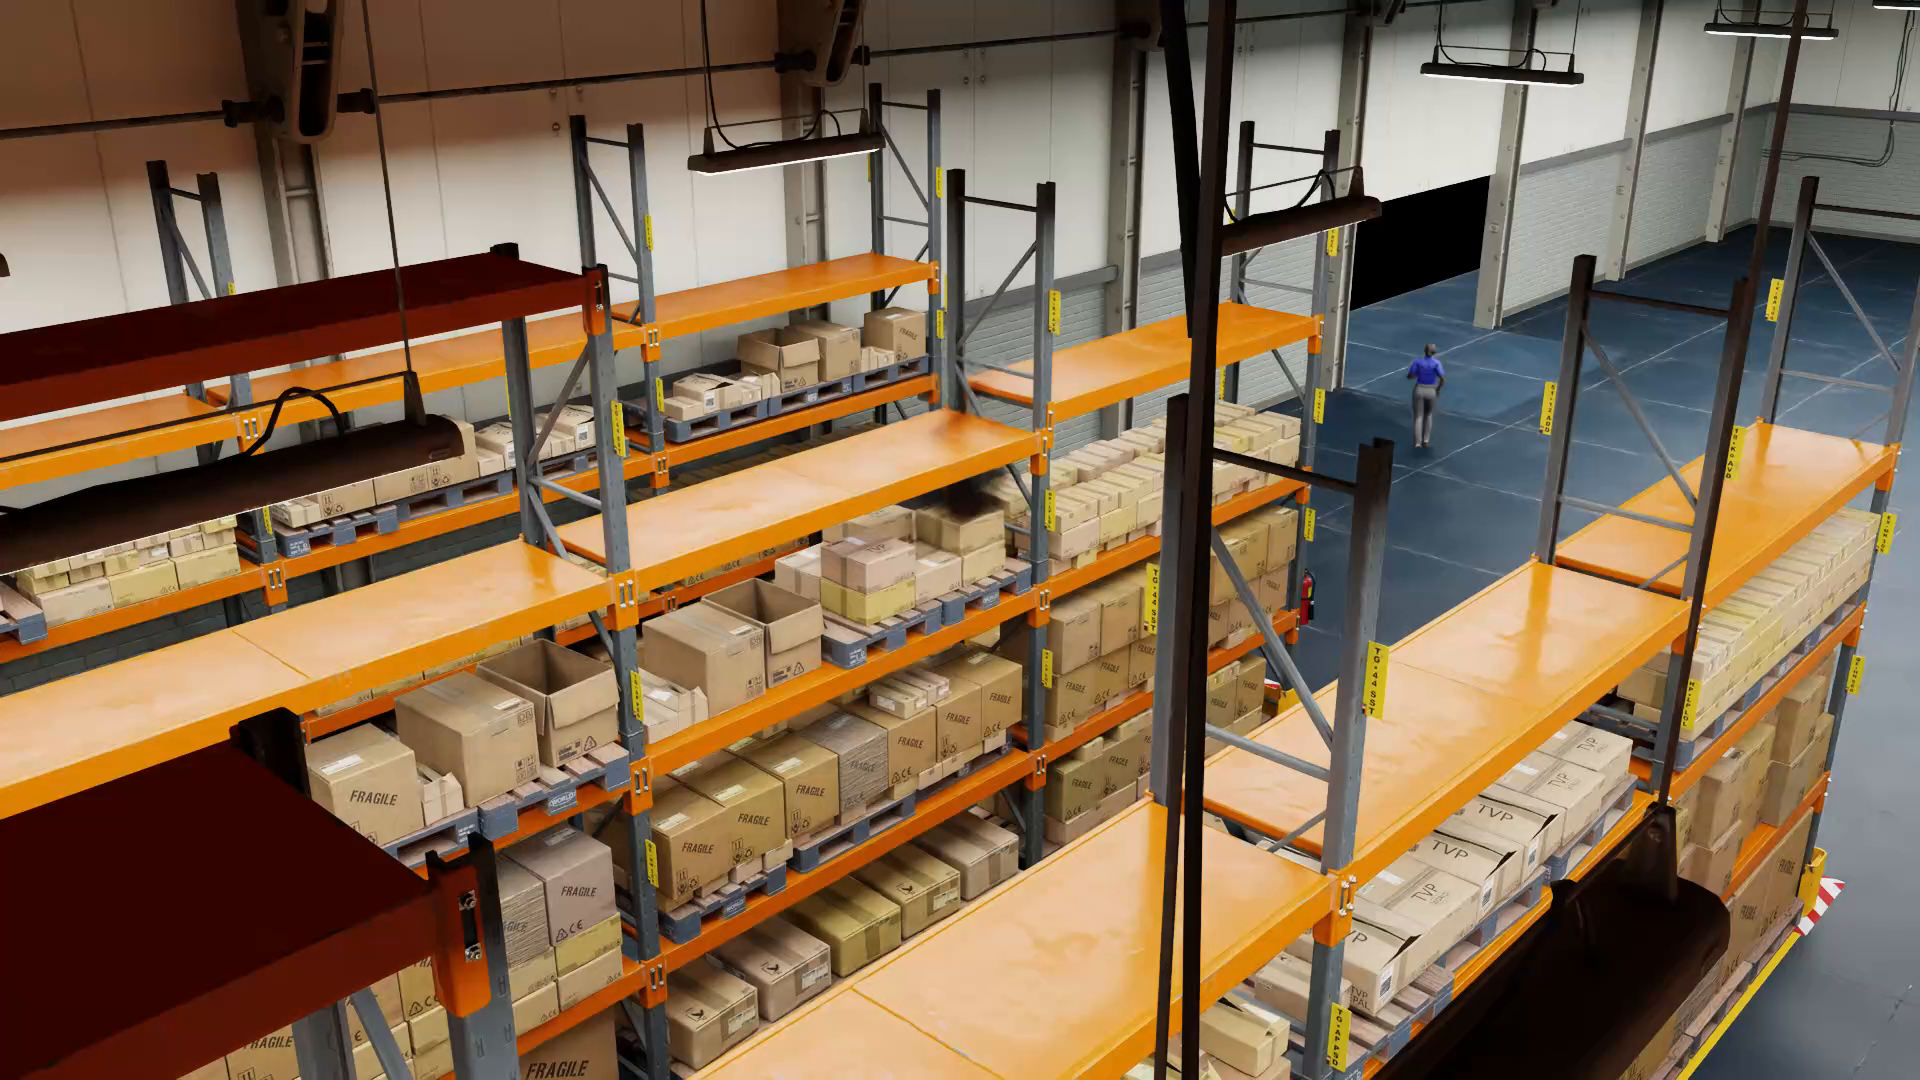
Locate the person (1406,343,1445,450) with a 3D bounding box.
[{"bbox_3d":[7.051,-2.157,25.303,0.570,1.708,0.743,5,22,13],"label":"person"}]
